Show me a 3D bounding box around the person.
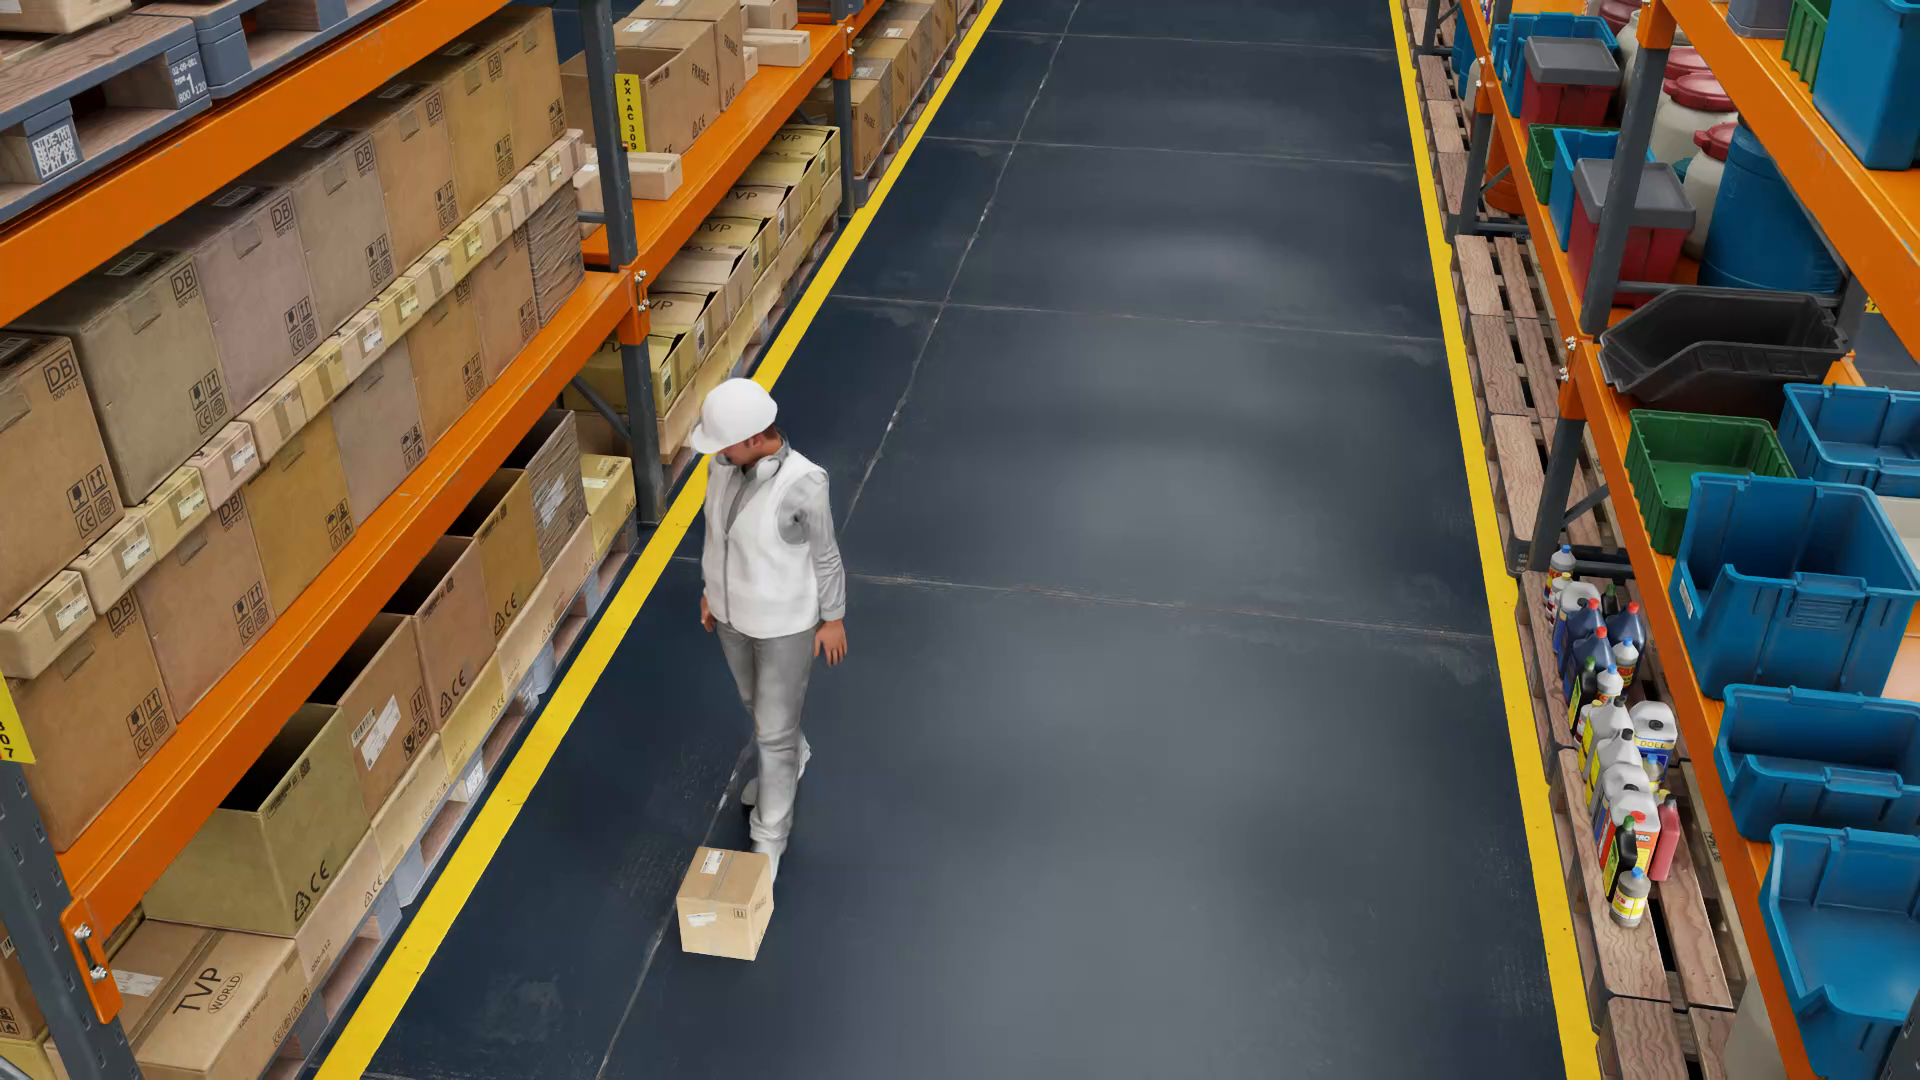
[{"bbox_3d":[-0.714,0.297,5.618,0.490,1.765,0.621,23,39,32],"label":"person"}]
